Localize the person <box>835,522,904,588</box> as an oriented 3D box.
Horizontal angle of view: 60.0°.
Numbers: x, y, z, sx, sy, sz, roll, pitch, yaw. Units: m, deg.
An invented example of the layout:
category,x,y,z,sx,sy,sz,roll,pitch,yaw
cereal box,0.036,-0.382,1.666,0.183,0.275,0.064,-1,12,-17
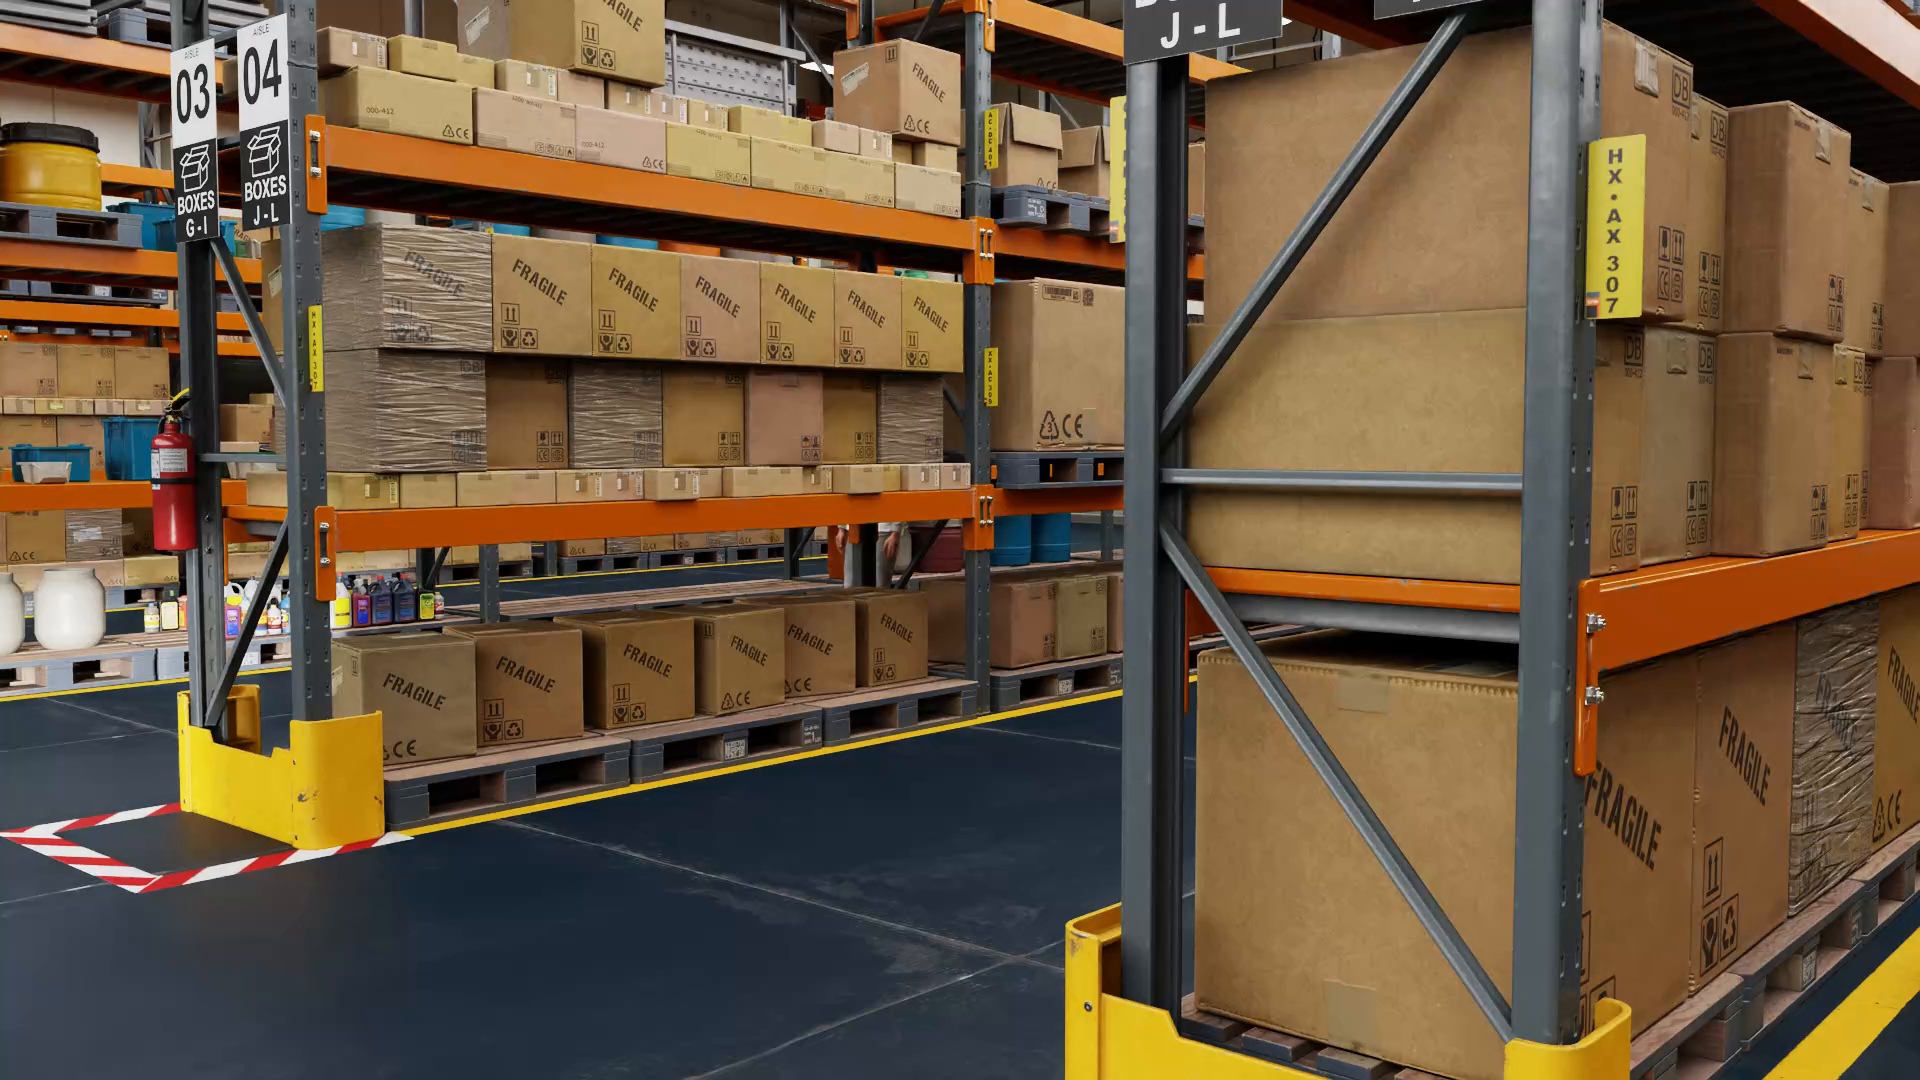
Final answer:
category,x,y,z,sx,sy,sz,roll,pitch,yaw
person,-0.650,-0.039,12.126,0.590,1.772,0.459,3,5,39
